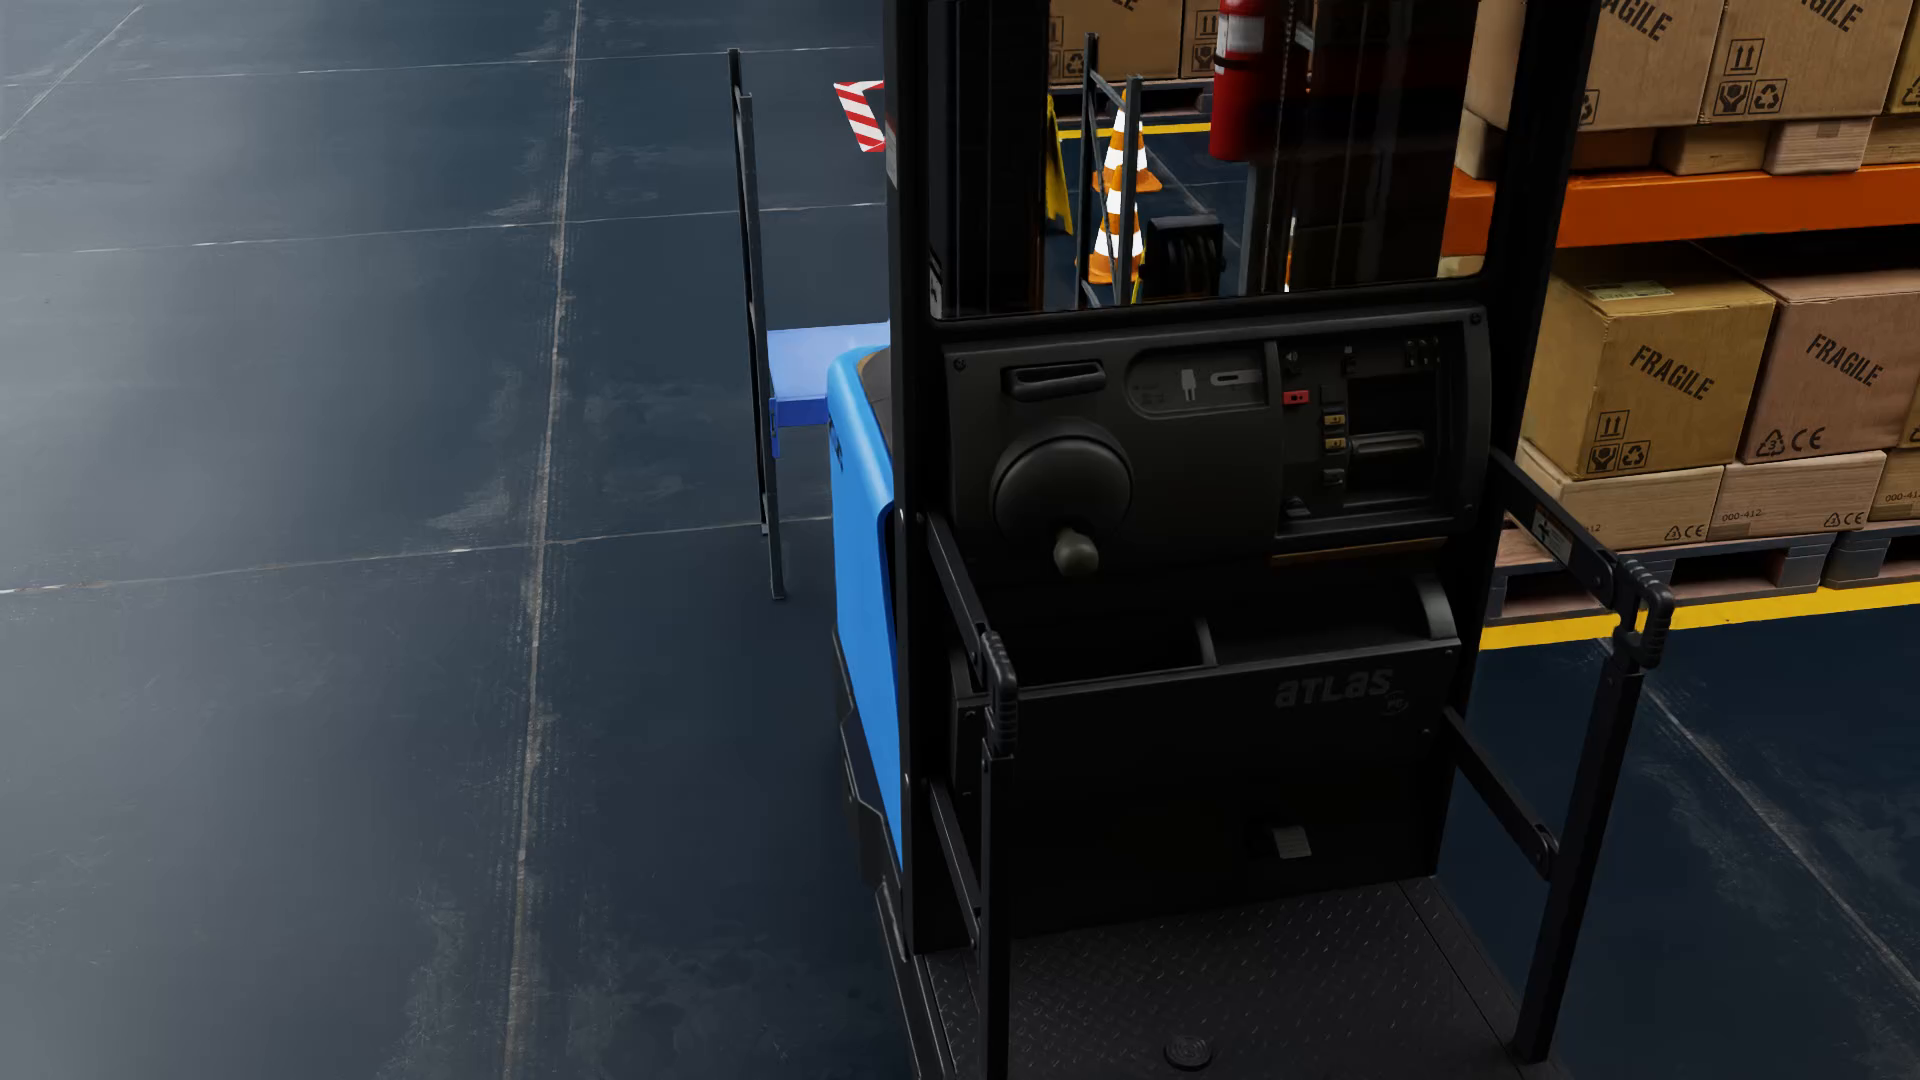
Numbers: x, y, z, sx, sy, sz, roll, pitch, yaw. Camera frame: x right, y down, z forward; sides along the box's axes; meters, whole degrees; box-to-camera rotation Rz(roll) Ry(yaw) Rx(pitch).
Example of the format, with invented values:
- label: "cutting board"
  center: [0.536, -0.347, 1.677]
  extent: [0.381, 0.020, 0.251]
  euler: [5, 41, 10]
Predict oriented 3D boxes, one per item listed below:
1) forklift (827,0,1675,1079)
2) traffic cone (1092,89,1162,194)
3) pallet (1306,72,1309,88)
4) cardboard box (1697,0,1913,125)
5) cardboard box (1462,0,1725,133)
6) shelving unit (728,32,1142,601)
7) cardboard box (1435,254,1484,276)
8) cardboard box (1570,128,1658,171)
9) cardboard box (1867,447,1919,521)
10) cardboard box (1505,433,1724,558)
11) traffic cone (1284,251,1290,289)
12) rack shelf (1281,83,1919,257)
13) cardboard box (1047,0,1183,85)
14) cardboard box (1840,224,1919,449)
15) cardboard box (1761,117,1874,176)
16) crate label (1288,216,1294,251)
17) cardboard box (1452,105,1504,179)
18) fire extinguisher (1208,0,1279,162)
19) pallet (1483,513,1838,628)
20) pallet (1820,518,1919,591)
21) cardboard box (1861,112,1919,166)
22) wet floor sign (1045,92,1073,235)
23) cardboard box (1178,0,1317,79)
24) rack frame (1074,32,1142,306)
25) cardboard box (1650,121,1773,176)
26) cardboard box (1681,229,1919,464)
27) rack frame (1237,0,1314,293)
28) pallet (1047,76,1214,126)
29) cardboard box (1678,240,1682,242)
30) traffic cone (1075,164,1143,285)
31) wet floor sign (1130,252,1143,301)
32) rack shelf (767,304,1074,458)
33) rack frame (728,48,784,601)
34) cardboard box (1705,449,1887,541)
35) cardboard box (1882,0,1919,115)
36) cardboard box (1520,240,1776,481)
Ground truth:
- label: "forklift"
  center: [0.482, -0.115, 2.555]
  extent: [1.130, 2.935, 3.031]
  euler: [-6, 31, -10]
- label: "traffic cone"
  center: [0.816, -1.975, 8.152]
  extent: [0.334, 0.463, 0.336]
  euler: [-5, 31, -9]
- label: "pallet"
  center: [2.008, -2.747, 9.714]
  extent: [1.213, 0.211, 1.003]
  euler: [-5, 31, -9]
- label: "cardboard box"
  center: [2.053, -1.394, 4.270]
  extent: [0.500, 0.500, 0.500]
  euler: [-4, 31, -7]
- label: "cardboard box"
  center: [1.545, -1.345, 4.187]
  extent: [0.500, 0.500, 0.500]
  euler: [-6, 31, -10]
- label: "shelving unit"
  center: [-0.084, -0.639, 4.857]
  extent: [1.048, 1.500, 0.538]
  euler: [-5, 31, -9]
- label: "cardboard box"
  center: [1.770, -0.791, 5.195]
  extent: [0.500, 0.500, 0.500]
  euler: [-5, 31, -9]
- label: "cardboard box"
  center: [1.646, -1.119, 4.441]
  extent: [0.250, 0.149, 0.380]
  euler: [-5, 31, -8]
- label: "cardboard box"
  center: [2.910, -0.300, 5.099]
  extent: [0.500, 0.250, 0.500]
  euler: [-3, 31, -6]
- label: "cardboard box"
  center: [1.872, -0.201, 4.930]
  extent: [0.500, 0.250, 0.500]
  euler: [-6, 31, -9]
- label: "traffic cone"
  center: [1.219, -0.858, 6.253]
  extent: [0.334, 0.463, 0.336]
  euler: [-5, 31, -9]
- label: "rack shelf"
  center: [2.996, -1.142, 4.942]
  extent: [4.000, 0.370, 1.077]
  euler: [-5, 31, -9]
- label: "cardboard box"
  center: [0.693, -3.088, 9.224]
  extent: [0.875, 0.875, 0.875]
  euler: [-5, 31, -9]
- label: "cardboard box"
  center: [2.904, -0.618, 4.900]
  extent: [0.500, 0.500, 0.500]
  euler: [-5, 31, -8]
- label: "cardboard box"
  center: [2.179, -1.103, 4.414]
  extent: [0.250, 0.149, 0.380]
  euler: [-5, 31, -8]
- label: "crate label"
  center: [1.447, -1.343, 7.398]
  extent: [0.298, 0.136, 0.250]
  euler: [-23, 38, -34]
- label: "cardboard box"
  center: [1.400, -1.089, 4.390]
  extent: [0.250, 0.149, 0.380]
  euler: [-5, 31, -9]
- label: "fire extinguisher"
  center: [0.833, -1.455, 4.842]
  extent: [0.183, 0.674, 0.296]
  euler: [-5, 31, -9]
- label: "pallet"
  center: [1.909, -0.131, 5.264]
  extent: [1.213, 0.211, 1.003]
  euler: [-5, 31, -9]
- label: "pallet"
  center: [3.106, -0.240, 5.450]
  extent: [1.213, 0.211, 1.003]
  euler: [-5, 31, -9]
- label: "cardboard box"
  center: [2.428, -1.143, 4.483]
  extent: [0.250, 0.149, 0.380]
  euler: [-5, 31, -8]
- label: "wet floor sign"
  center: [0.366, -1.723, 7.544]
  extent: [0.232, 0.644, 0.267]
  euler: [-11, 32, -17]
- label: "cardboard box"
  center: [1.558, -3.169, 9.362]
  extent: [0.875, 0.875, 0.875]
  euler: [-6, 31, -10]
- label: "rack frame"
  center: [0.416, -0.685, 4.936]
  extent: [0.032, 1.500, 0.500]
  euler: [-5, 31, -9]
- label: "cardboard box"
  center: [1.921, -1.103, 4.414]
  extent: [0.250, 0.149, 0.380]
  euler: [-6, 31, -11]
- label: "cardboard box"
  center: [2.409, -0.576, 4.829]
  extent: [0.500, 0.500, 0.500]
  euler: [-6, 31, -11]
- label: "rack frame"
  center: [1.029, -1.269, 4.449]
  extent: [0.127, 3.000, 1.000]
  euler: [-5, 31, -9]
- label: "pallet"
  center: [0.810, -2.638, 9.528]
  extent: [1.213, 0.211, 1.003]
  euler: [-5, 31, -9]
- label: "cardboard box"
  center: [2.282, -0.841, 5.279]
  extent: [0.500, 0.500, 0.500]
  euler: [-4, 31, -7]
- label: "traffic cone"
  center: [0.685, -1.380, 7.141]
  extent: [0.334, 0.463, 0.336]
  euler: [-5, 31, -9]
- label: "wet floor sign"
  center: [0.649, -0.770, 5.924]
  extent: [0.232, 0.644, 0.267]
  euler: [5, 31, 8]
- label: "rack shelf"
  center: [-0.084, -0.484, 4.948]
  extent: [1.000, 0.185, 0.538]
  euler: [-5, 31, -9]
- label: "rack frame"
  center: [-0.584, -0.592, 4.778]
  extent: [0.032, 1.500, 0.500]
  euler: [-5, 31, -9]
- label: "cardboard box"
  center: [2.375, -0.243, 5.003]
  extent: [0.500, 0.250, 0.500]
  euler: [-4, 31, -7]
- label: "cardboard box"
  center: [2.554, -1.441, 4.350]
  extent: [0.500, 0.500, 0.500]
  euler: [-6, 31, -10]
- label: "cardboard box"
  center: [1.895, -0.526, 4.744]
  extent: [0.500, 0.500, 0.500]
  euler: [-6, 31, -11]
